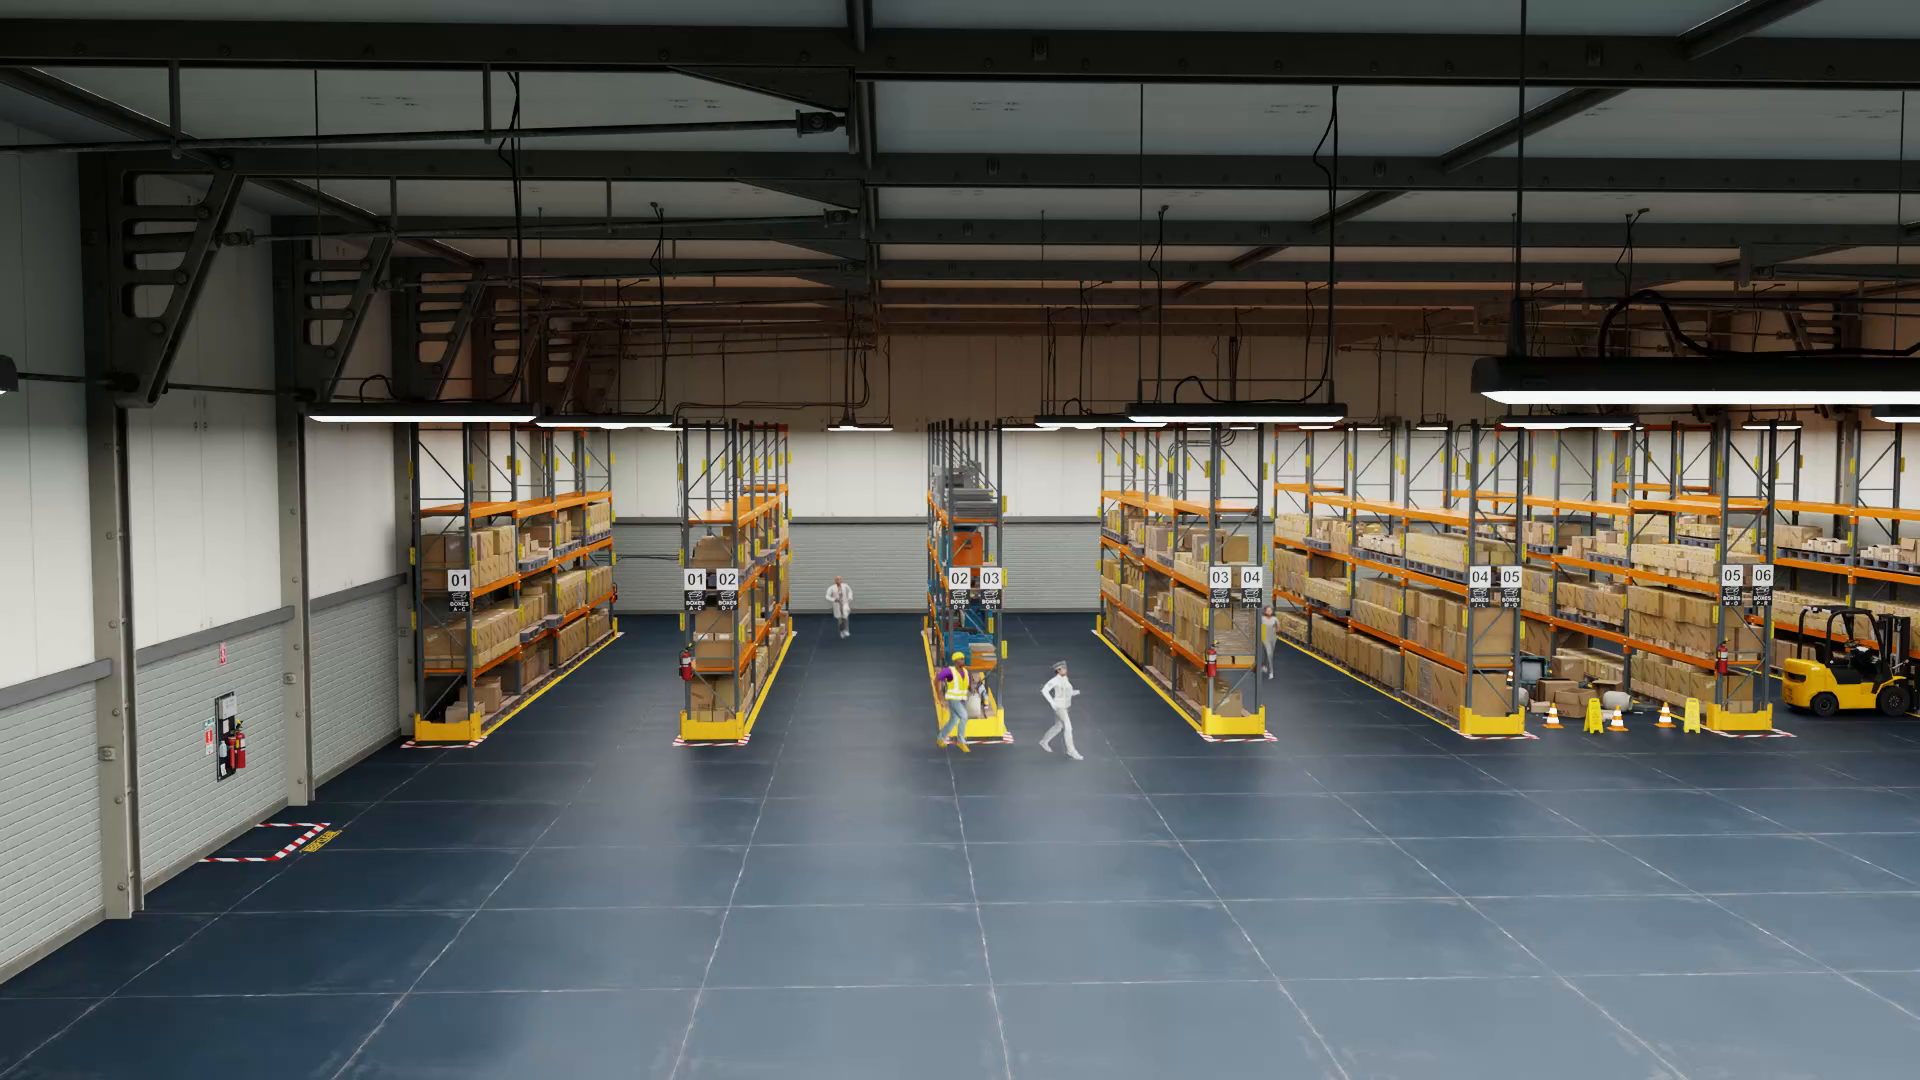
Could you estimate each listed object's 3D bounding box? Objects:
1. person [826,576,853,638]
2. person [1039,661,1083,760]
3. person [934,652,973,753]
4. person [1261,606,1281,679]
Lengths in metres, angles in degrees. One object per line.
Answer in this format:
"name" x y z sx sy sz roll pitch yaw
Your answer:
"person" -3.274 1.832 45.164 0.749 1.741 0.923 -1 4 -12
"person" 1.789 2.979 29.344 0.885 1.704 0.600 2 4 27
"person" -0.027 2.910 30.092 0.803 1.752 0.713 3 5 38
"person" 7.282 2.381 39.172 0.557 1.681 0.892 0 4 -6
